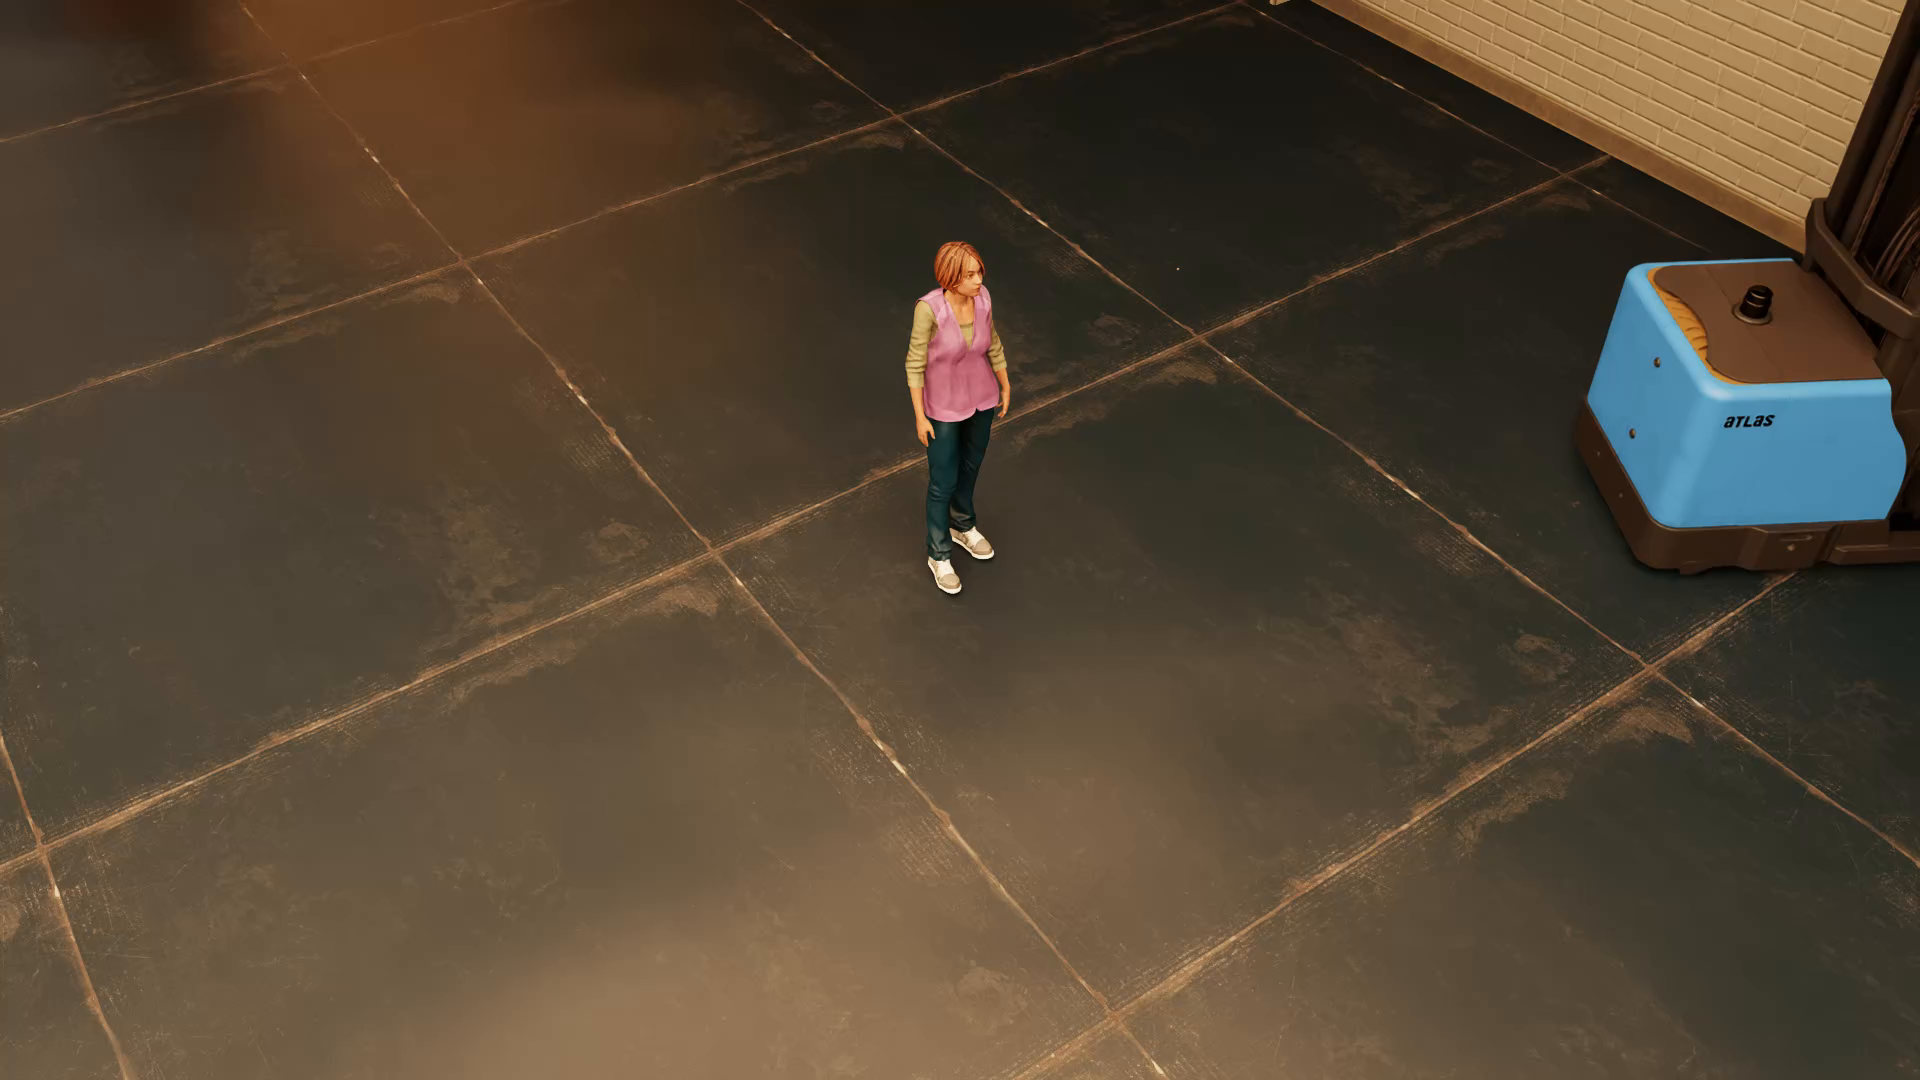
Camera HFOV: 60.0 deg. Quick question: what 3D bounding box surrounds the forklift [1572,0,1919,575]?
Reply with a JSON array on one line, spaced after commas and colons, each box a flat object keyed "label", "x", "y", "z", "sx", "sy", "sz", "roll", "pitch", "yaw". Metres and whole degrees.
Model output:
[{"label": "forklift", "x": 4.603, "y": -1.310, "z": 7.137, "sx": 3.031, "sy": 2.935, "sz": 1.130, "roll": -3, "pitch": 43, "yaw": -3}]

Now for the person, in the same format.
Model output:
[{"label": "person", "x": 0.031, "y": -0.546, "z": 7.281, "sx": 0.520, "sy": 1.599, "sz": 0.473, "roll": -25, "pitch": 48, "yaw": -25}]
